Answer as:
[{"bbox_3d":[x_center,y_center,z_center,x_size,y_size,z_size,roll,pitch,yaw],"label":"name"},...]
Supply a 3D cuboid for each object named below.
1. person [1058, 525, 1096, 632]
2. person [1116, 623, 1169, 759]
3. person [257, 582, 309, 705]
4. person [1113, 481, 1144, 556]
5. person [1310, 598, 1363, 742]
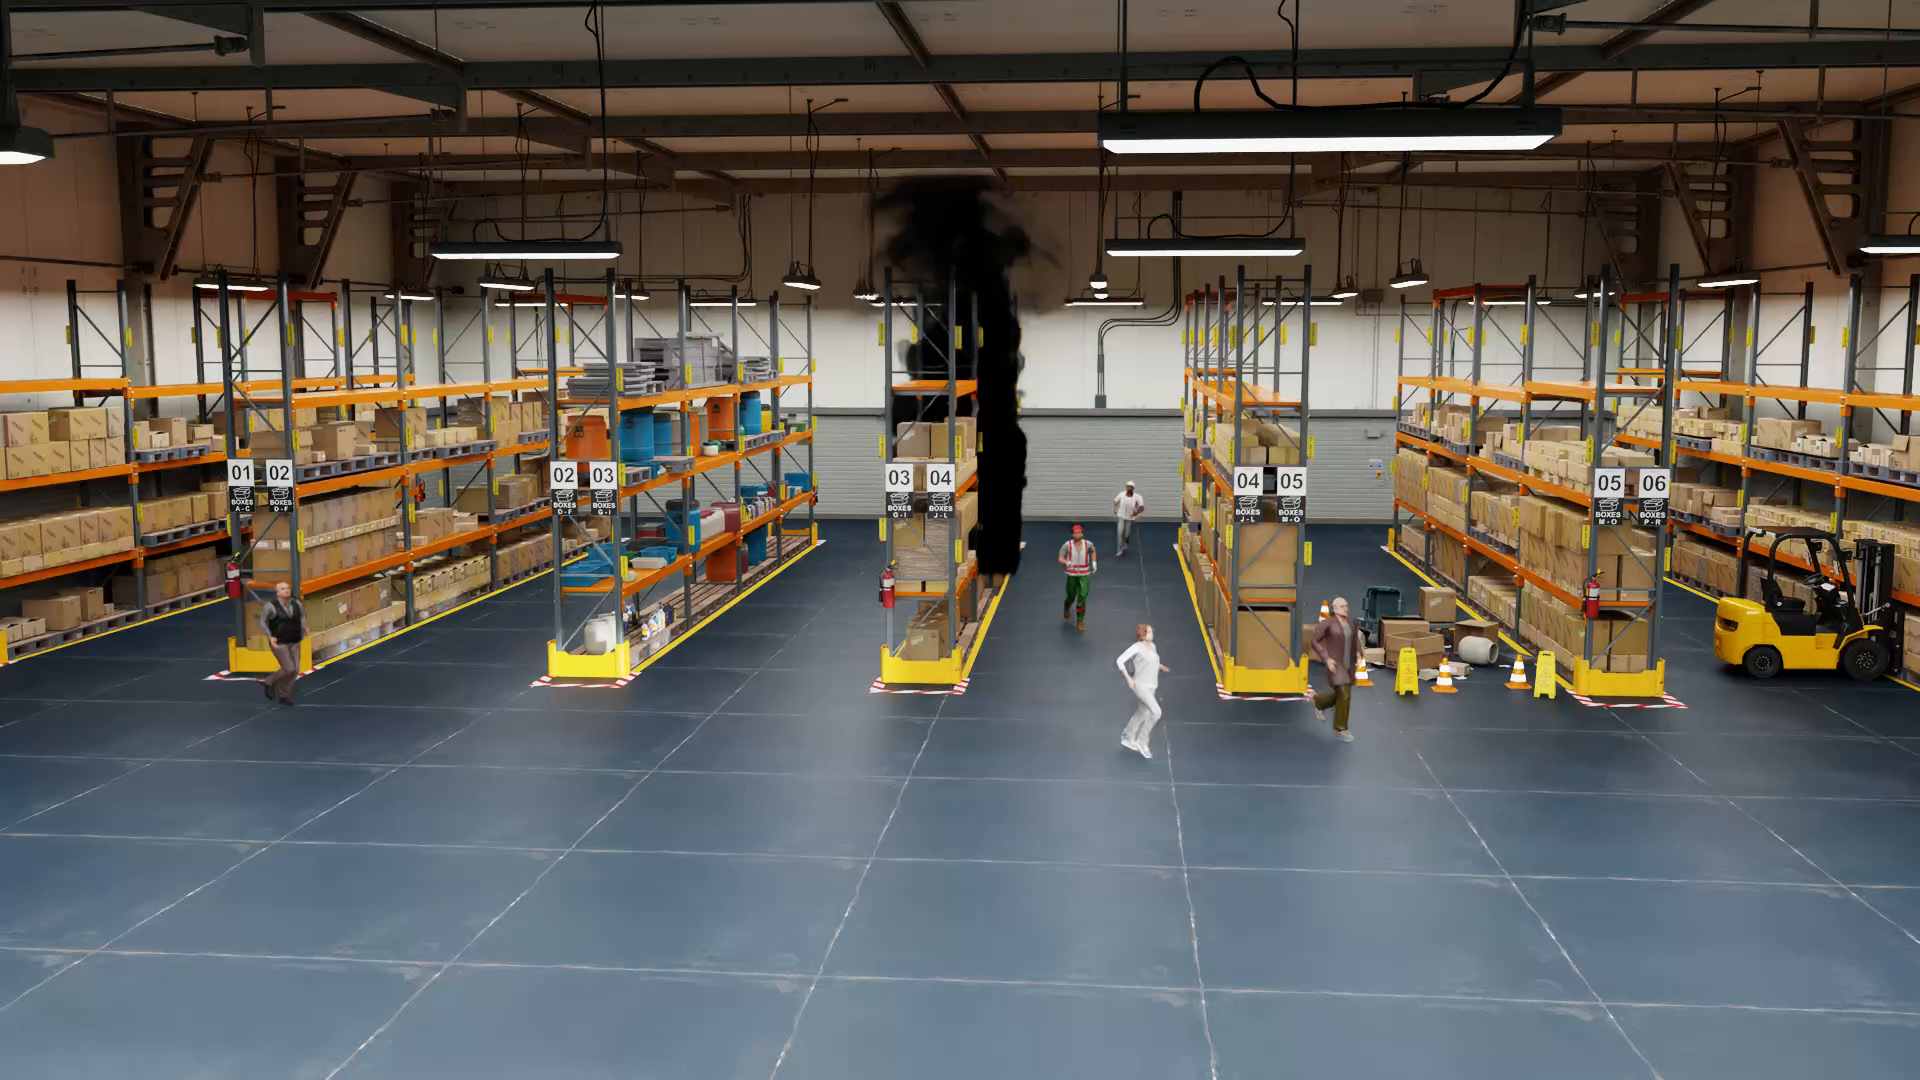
[{"bbox_3d":[2.035,0.620,28.820,0.669,1.794,0.991,0,7,-1],"label":"person"},{"bbox_3d":[2.210,1.797,19.930,0.682,1.617,0.503,5,9,35],"label":"person"},{"bbox_3d":[-9.185,1.418,22.739,0.566,1.690,0.652,5,8,35],"label":"person"},{"bbox_3d":[3.894,-0.511,38.525,0.746,1.716,0.720,2,7,18],"label":"person"},{"bbox_3d":[4.739,1.640,20.971,0.713,1.707,0.762,-4,8,-29],"label":"person"}]
